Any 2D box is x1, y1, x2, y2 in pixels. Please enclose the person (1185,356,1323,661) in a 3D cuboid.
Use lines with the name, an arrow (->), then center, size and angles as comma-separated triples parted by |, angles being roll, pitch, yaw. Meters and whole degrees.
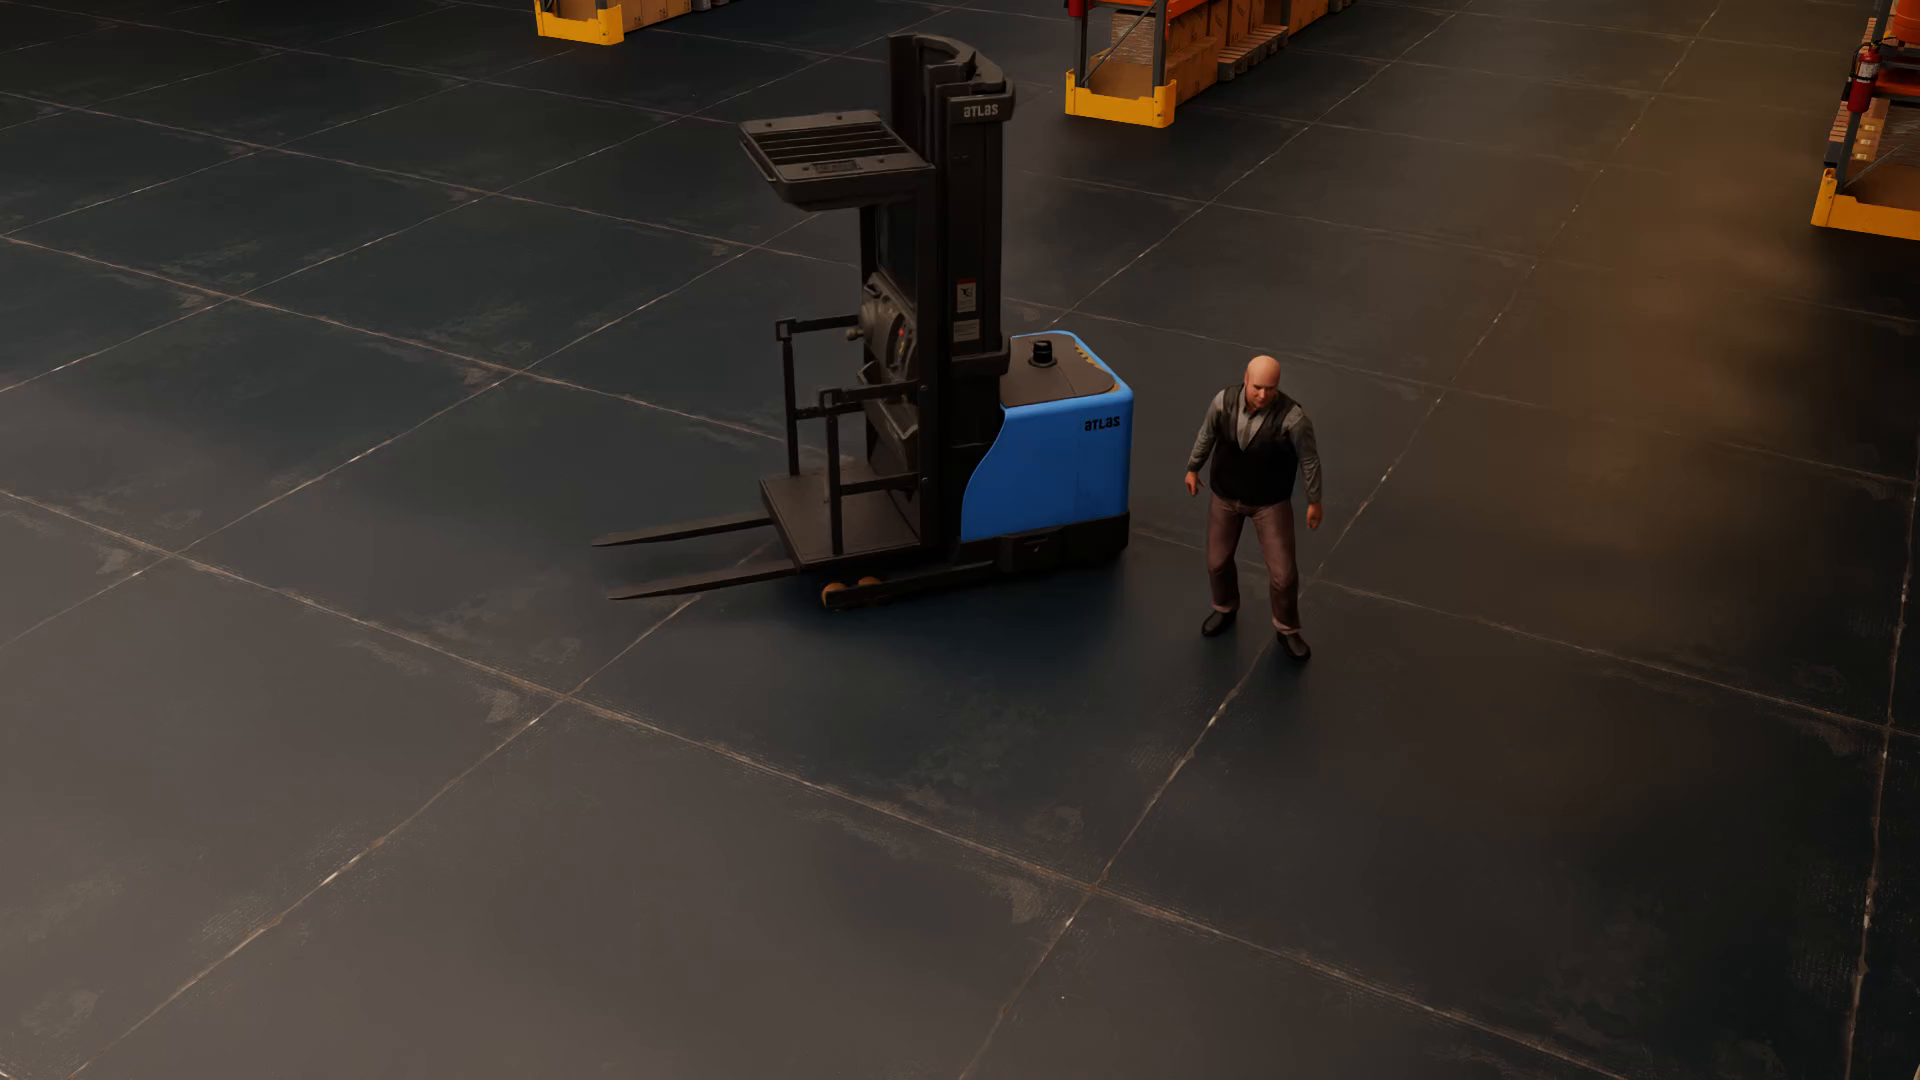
person -> 1.543, -0.209, 8.685 | 0.841, 1.690, 0.408 | 15, 33, 24

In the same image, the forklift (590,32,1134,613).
forklift -> -0.584, -1.160, 9.080 | 3.031, 2.935, 1.130 | -10, 31, -16
